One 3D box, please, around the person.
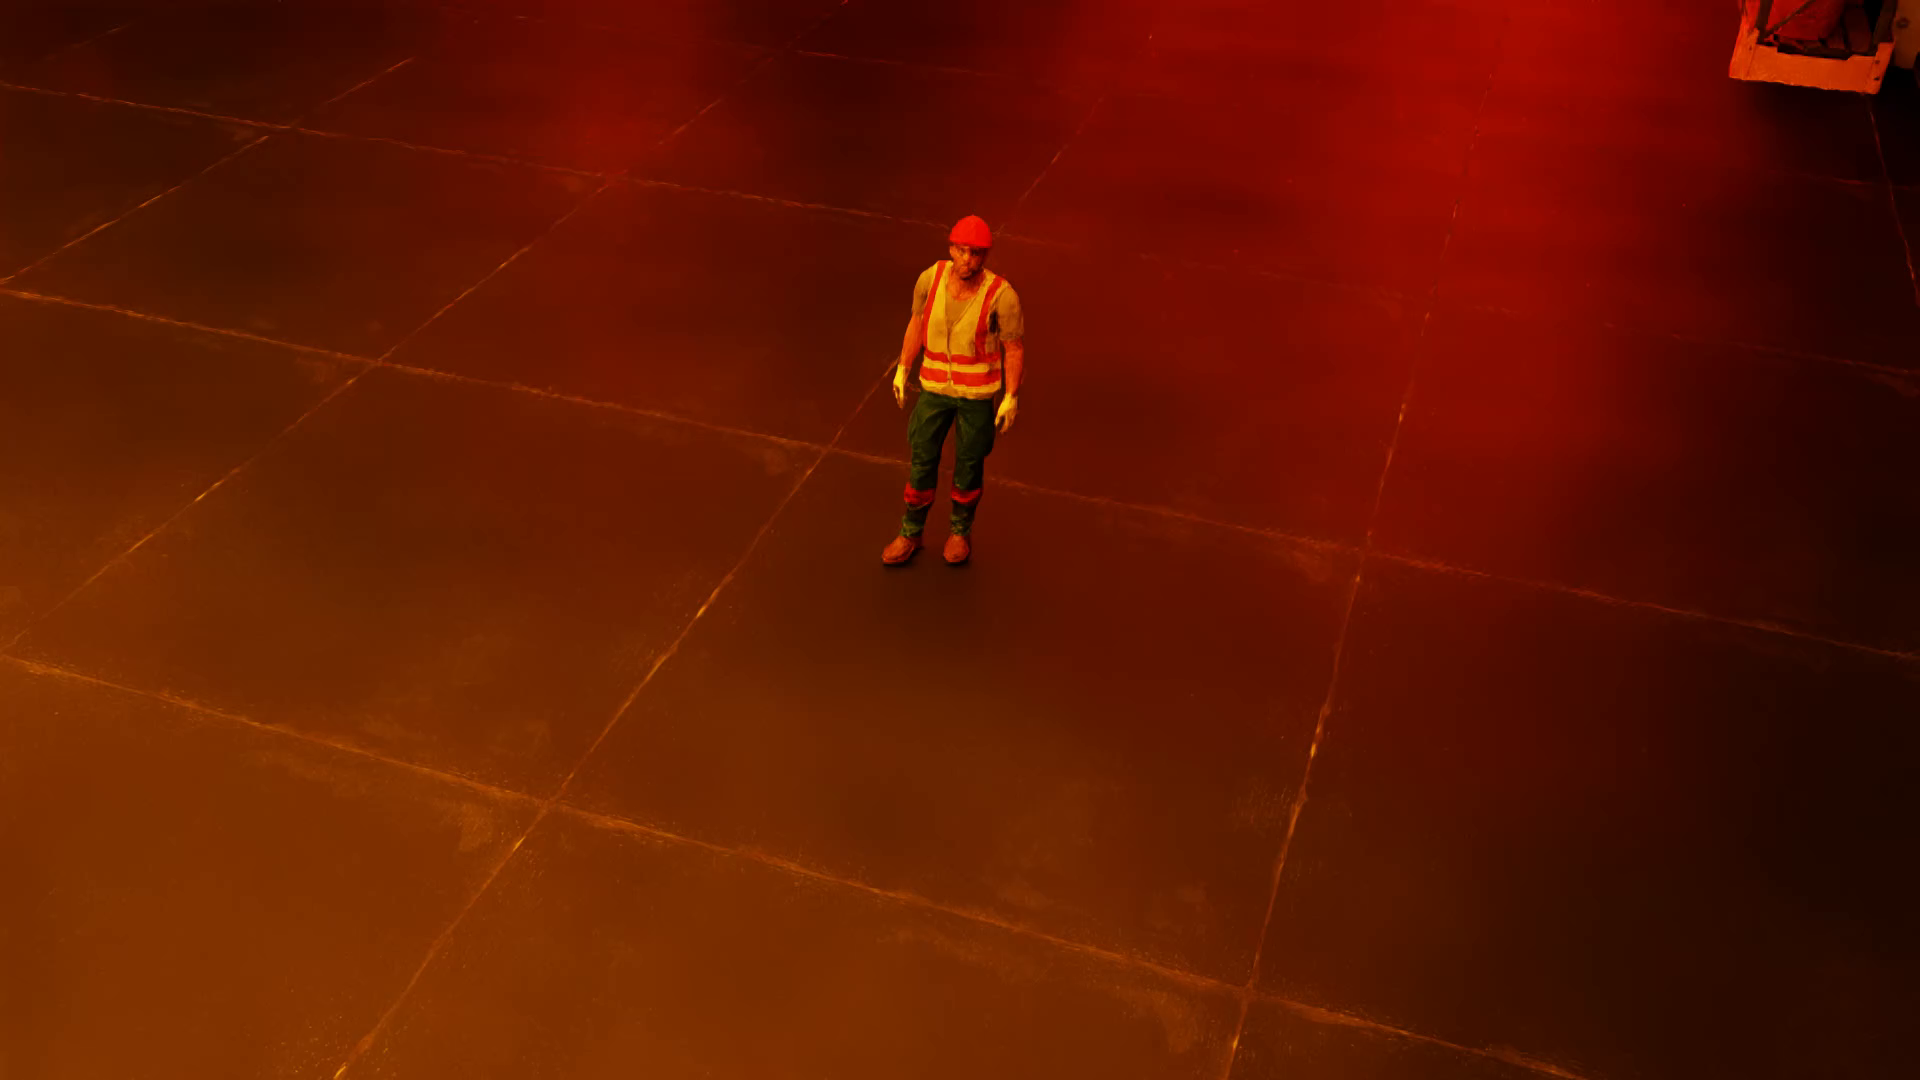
[{"bbox_3d":[-0.037,-0.694,8.065,0.637,1.787,0.563,12,37,16],"label":"person"}]
